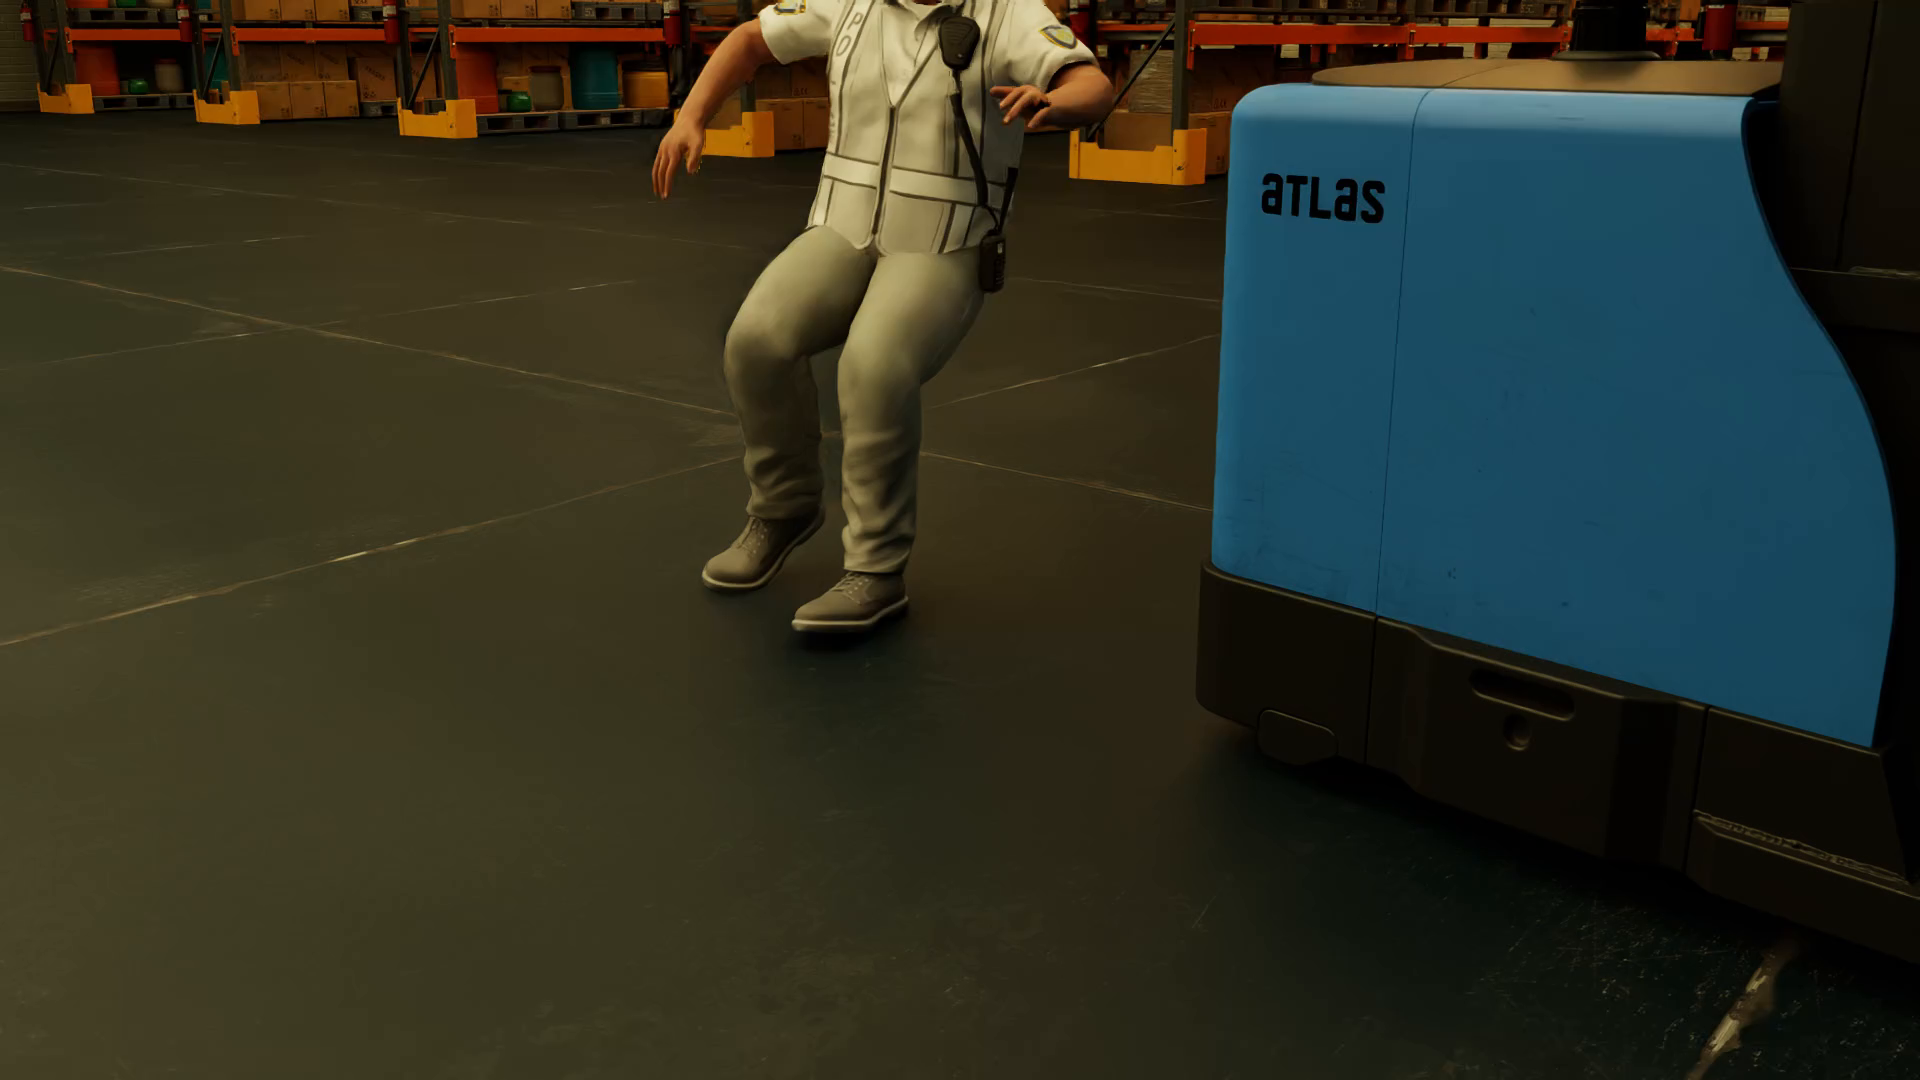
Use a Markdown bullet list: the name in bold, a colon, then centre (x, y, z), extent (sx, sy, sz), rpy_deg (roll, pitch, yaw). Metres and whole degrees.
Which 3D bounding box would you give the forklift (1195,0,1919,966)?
- **forklift**: centre (1.794, -0.861, 1.732), extent (1.130, 2.935, 3.031), rpy_deg (-16, 23, -42)

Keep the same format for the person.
- **person**: centre (-0.190, -0.640, 3.408), extent (0.980, 1.537, 0.871), rpy_deg (4, 17, 14)
